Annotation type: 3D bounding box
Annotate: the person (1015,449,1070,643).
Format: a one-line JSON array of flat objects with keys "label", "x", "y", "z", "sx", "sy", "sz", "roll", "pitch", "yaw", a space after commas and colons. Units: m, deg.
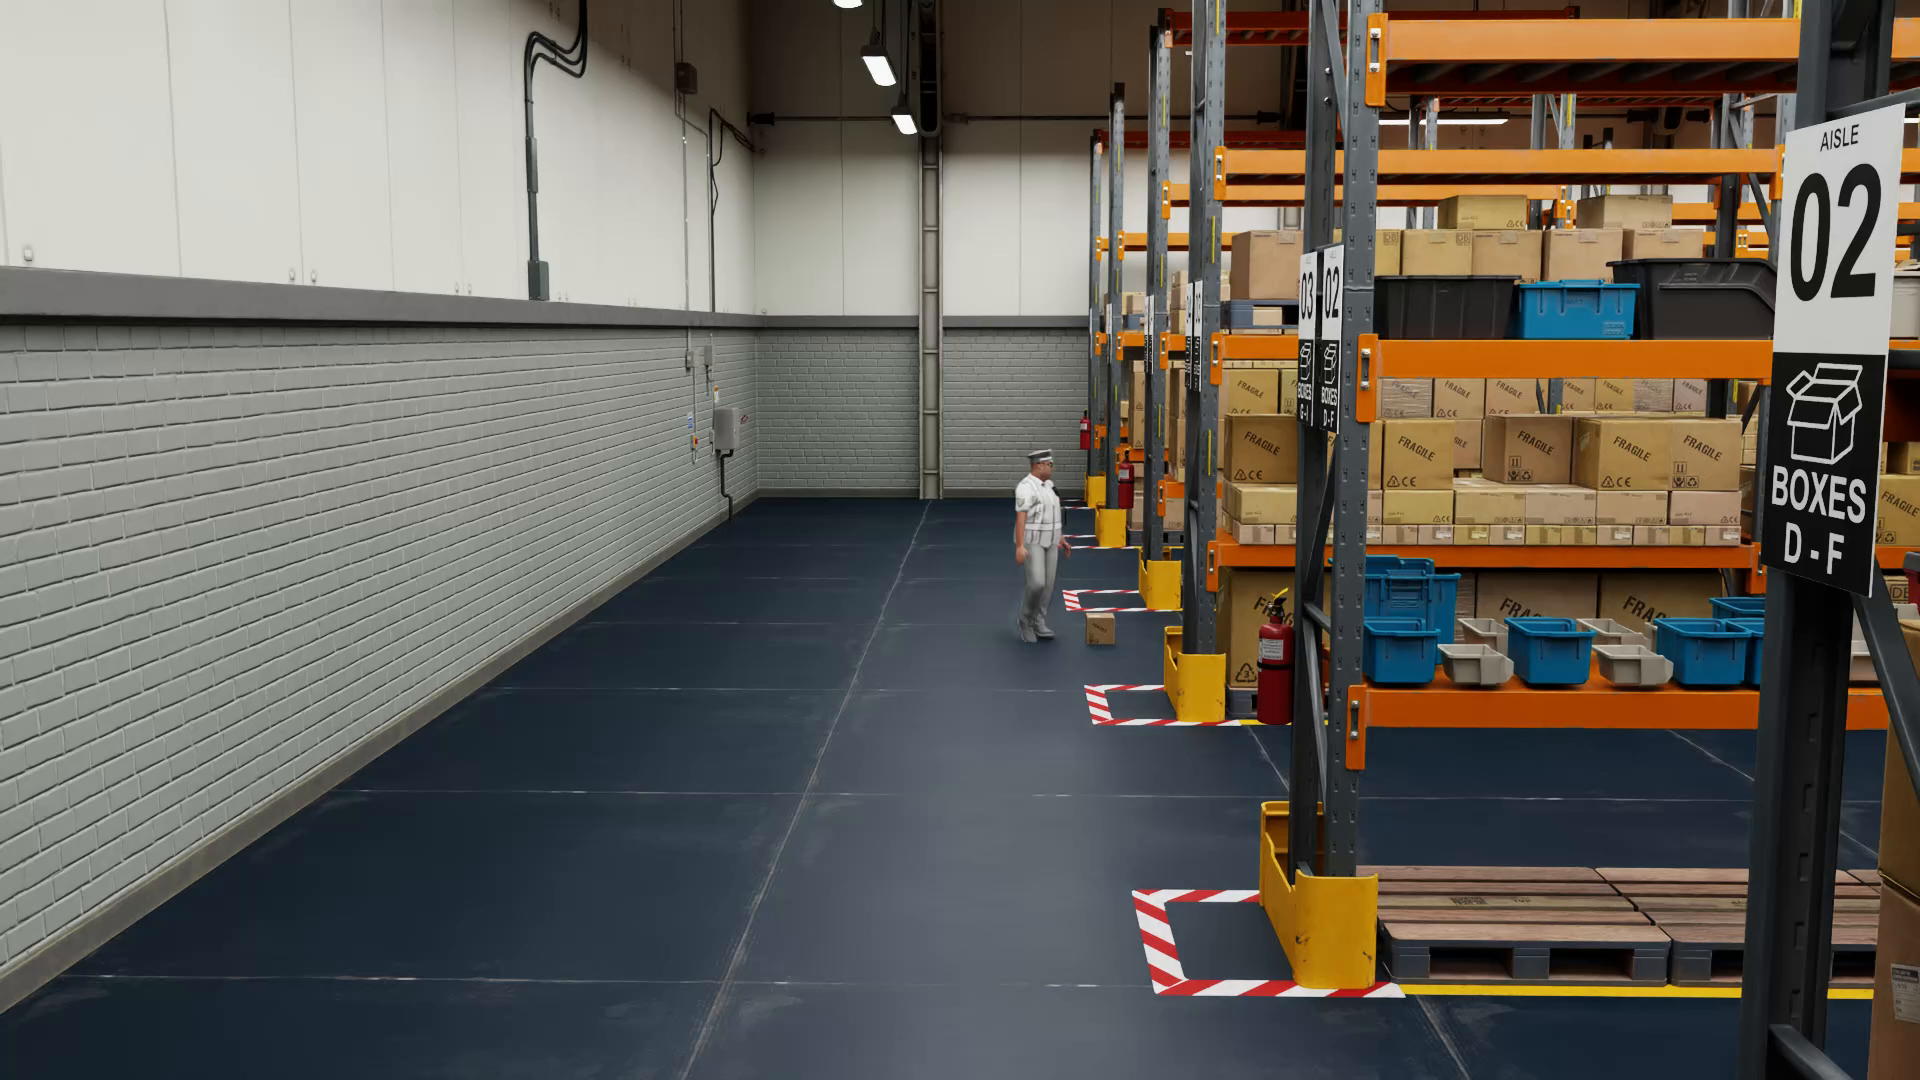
[{"label": "person", "x": 0.719, "y": 0.065, "z": 15.314, "sx": 0.651, "sy": 1.805, "sz": 0.448, "roll": -6, "pitch": 9, "yaw": -40}]
